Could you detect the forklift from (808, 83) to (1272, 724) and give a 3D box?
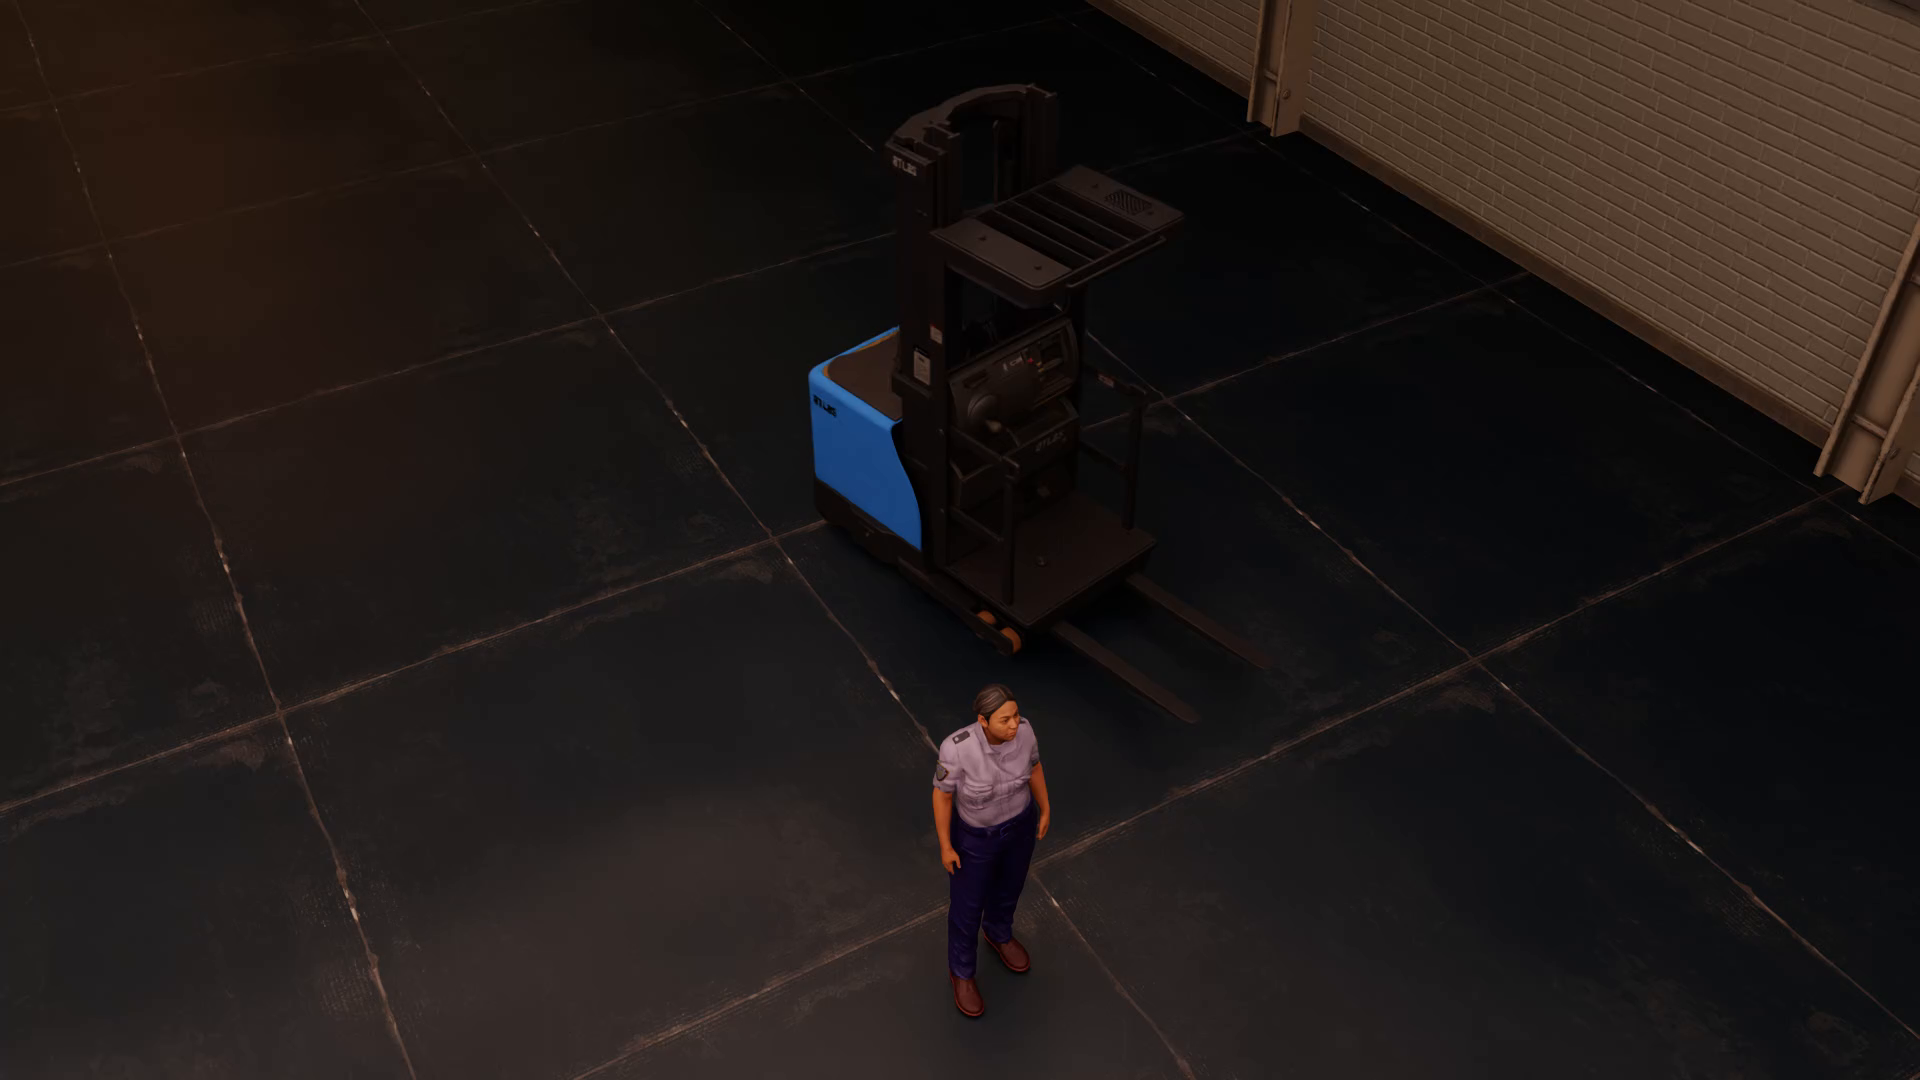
[{"bbox_3d":[0.449,-0.835,9.043,1.130,2.935,3.031,-31,49,-32],"label":"forklift"}]

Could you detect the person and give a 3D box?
[{"bbox_3d":[0.172,1.353,7.398,0.597,1.651,0.502,-20,44,-22],"label":"person"}]
